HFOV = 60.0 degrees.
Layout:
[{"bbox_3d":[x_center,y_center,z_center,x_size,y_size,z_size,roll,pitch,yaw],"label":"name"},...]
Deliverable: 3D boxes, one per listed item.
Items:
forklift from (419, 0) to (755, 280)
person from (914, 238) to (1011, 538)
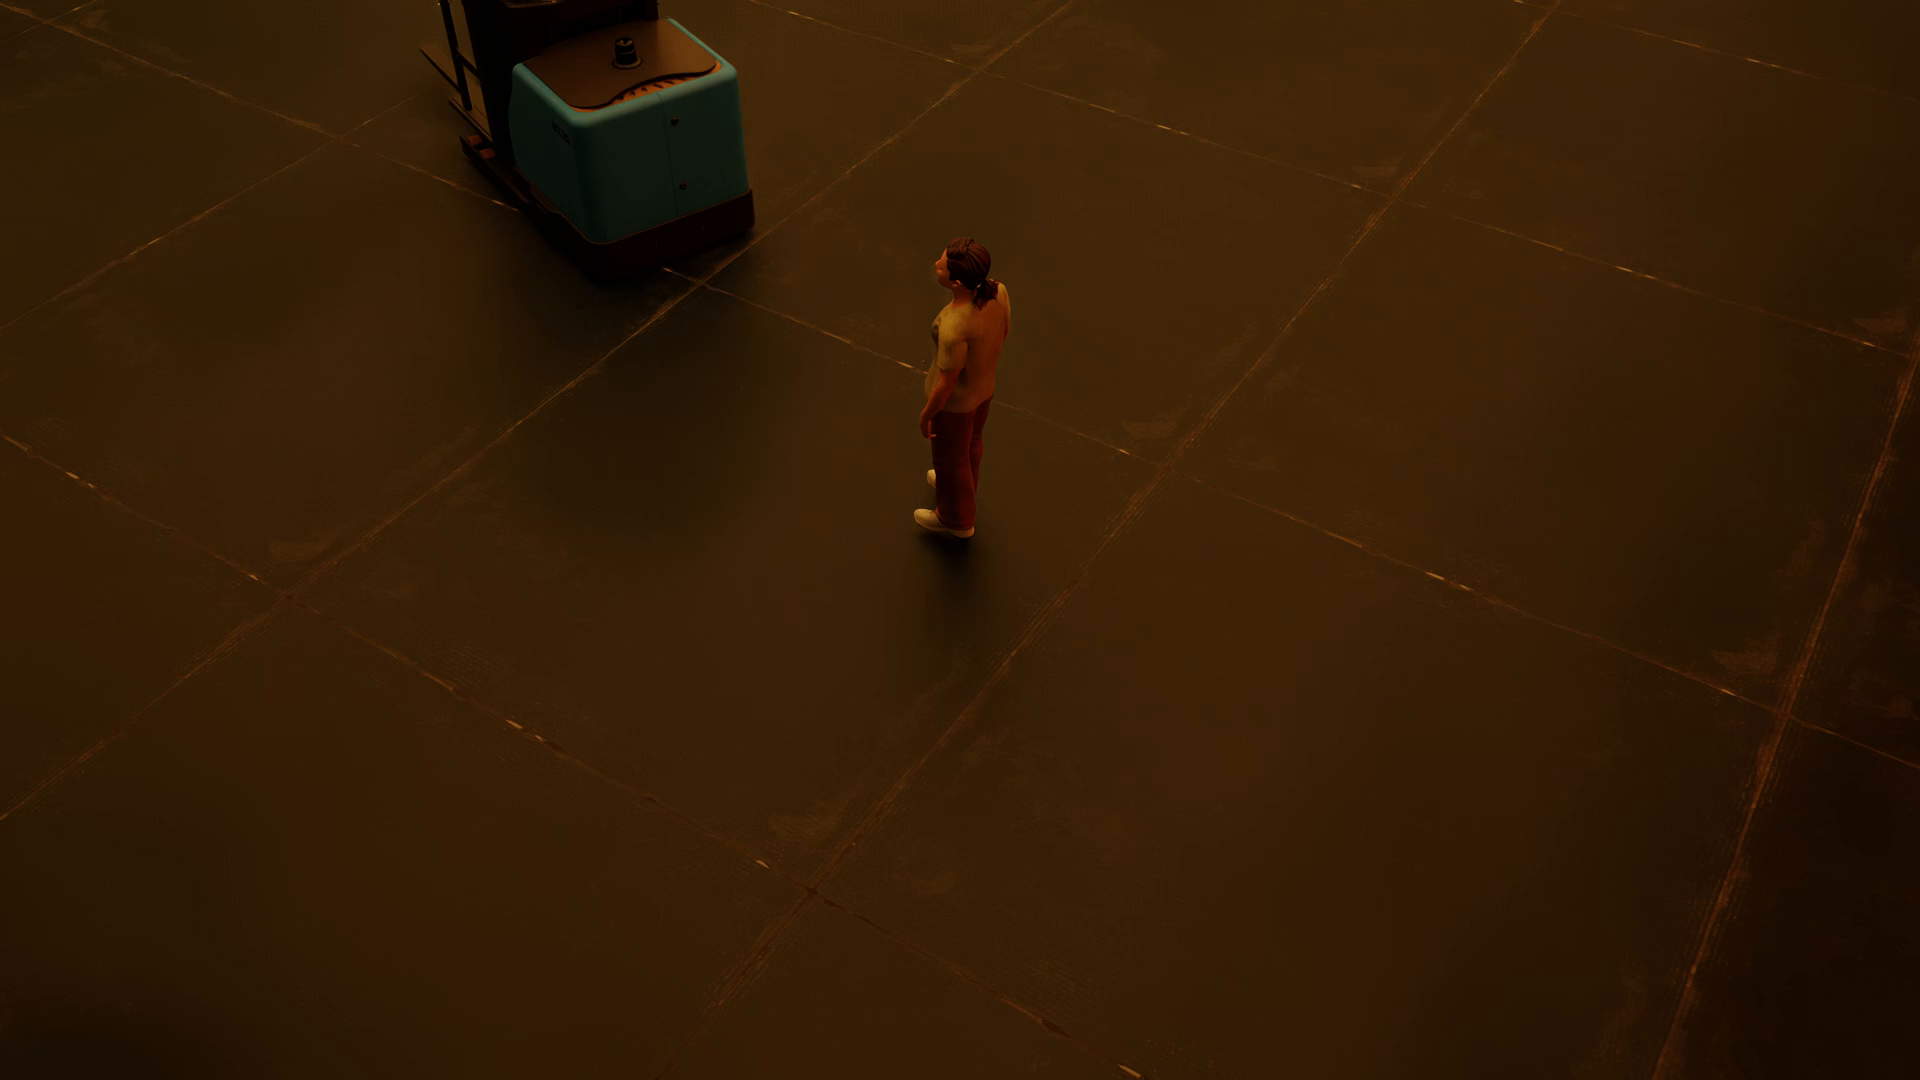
[{"bbox_3d":[-2.479,-3.513,9.554,1.130,2.935,3.031,-26,49,-25],"label":"forklift"},{"bbox_3d":[-0.056,-0.673,7.409,0.547,1.662,0.553,24,48,23],"label":"person"}]
